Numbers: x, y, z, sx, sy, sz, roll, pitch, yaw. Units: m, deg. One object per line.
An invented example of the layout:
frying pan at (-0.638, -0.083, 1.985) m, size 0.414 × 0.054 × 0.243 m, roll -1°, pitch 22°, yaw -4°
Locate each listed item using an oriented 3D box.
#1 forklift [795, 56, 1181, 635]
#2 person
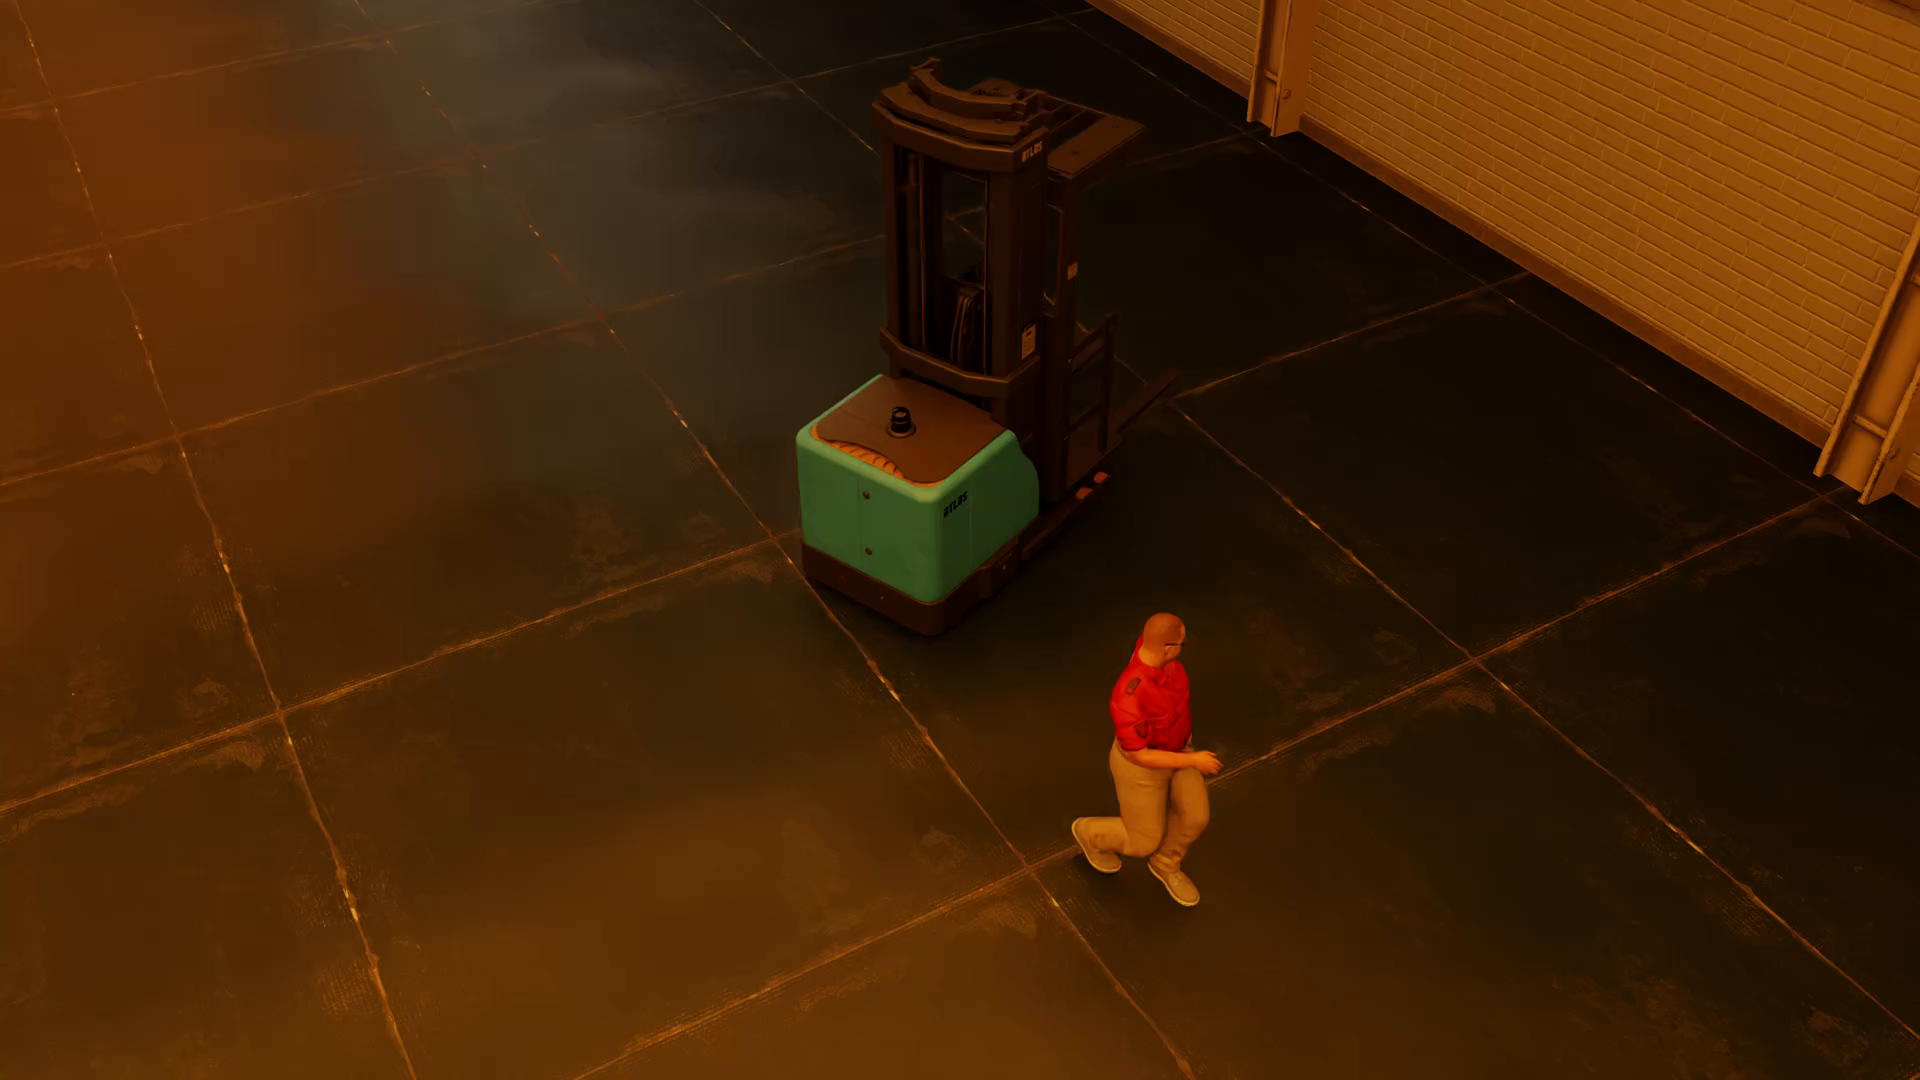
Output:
forklift at (0.336, -1.471, 9.810) m, size 1.130 × 2.935 × 3.031 m, roll 26°, pitch 46°, yaw 27°
person at (0.921, 0.999, 7.838) m, size 0.695 × 1.664 × 0.665 m, roll 31°, pitch 49°, yaw 32°
